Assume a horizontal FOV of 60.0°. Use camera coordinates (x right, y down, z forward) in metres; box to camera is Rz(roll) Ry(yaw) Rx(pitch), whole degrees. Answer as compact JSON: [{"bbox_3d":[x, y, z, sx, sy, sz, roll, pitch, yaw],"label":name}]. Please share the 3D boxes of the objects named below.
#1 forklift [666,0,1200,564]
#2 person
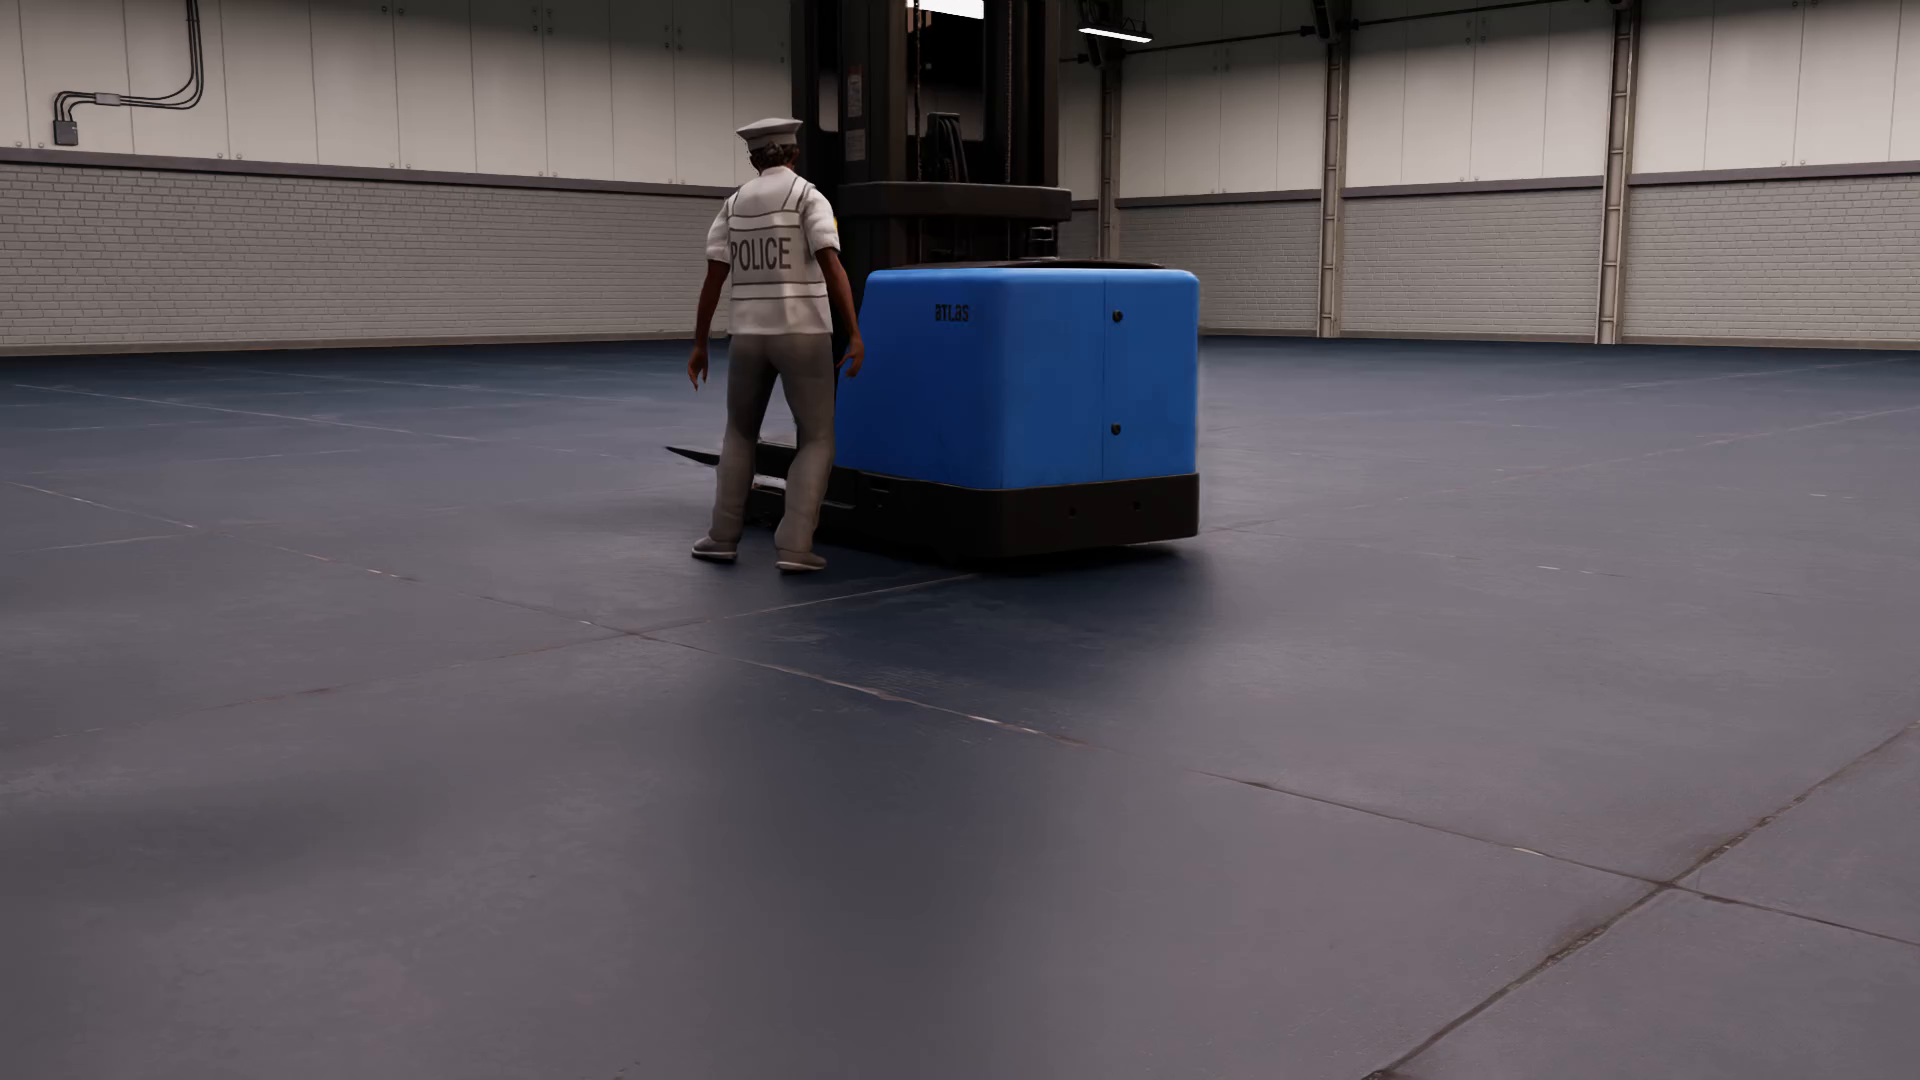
[{"bbox_3d":[-0.336,-1.538,7.088,1.130,2.935,3.031,-6,10,-34],"label":"forklift"},{"bbox_3d":[-0.676,-0.701,6.022,0.807,1.631,0.432,4,9,24],"label":"person"}]
